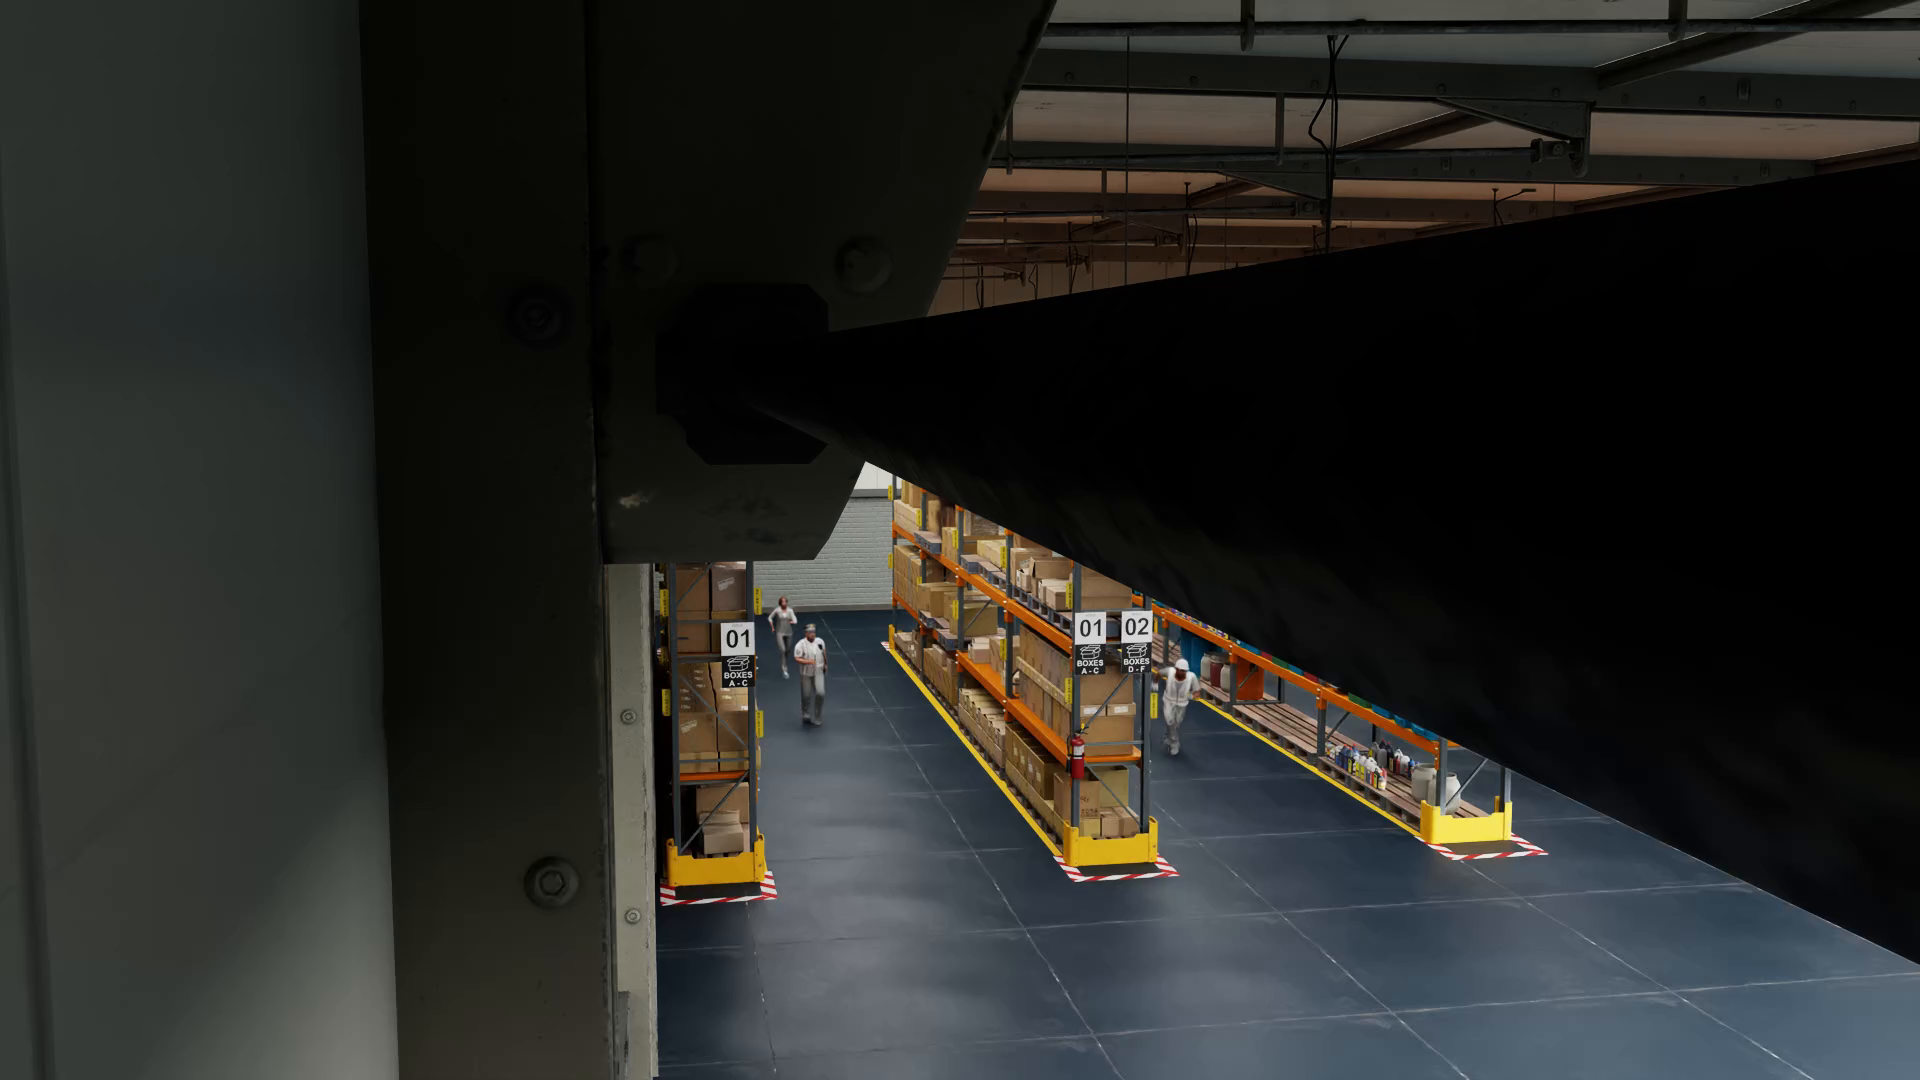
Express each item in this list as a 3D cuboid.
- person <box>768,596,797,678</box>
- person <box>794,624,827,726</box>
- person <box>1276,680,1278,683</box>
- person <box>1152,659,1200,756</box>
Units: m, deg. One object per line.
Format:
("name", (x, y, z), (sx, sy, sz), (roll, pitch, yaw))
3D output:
("person", (-3.537, 1.913, 33.342), (0.541, 1.592, 0.887), (-2, 7, -21))
("person", (-2.584, 2.342, 28.899), (0.614, 1.819, 0.831), (-2, 6, -16))
("person", (6.339, 2.025, 32.845), (0.682, 1.558, 1.125), (0, 6, 3))
("person", (3.477, 2.633, 26.751), (0.708, 1.572, 1.129), (0, 6, -1))
